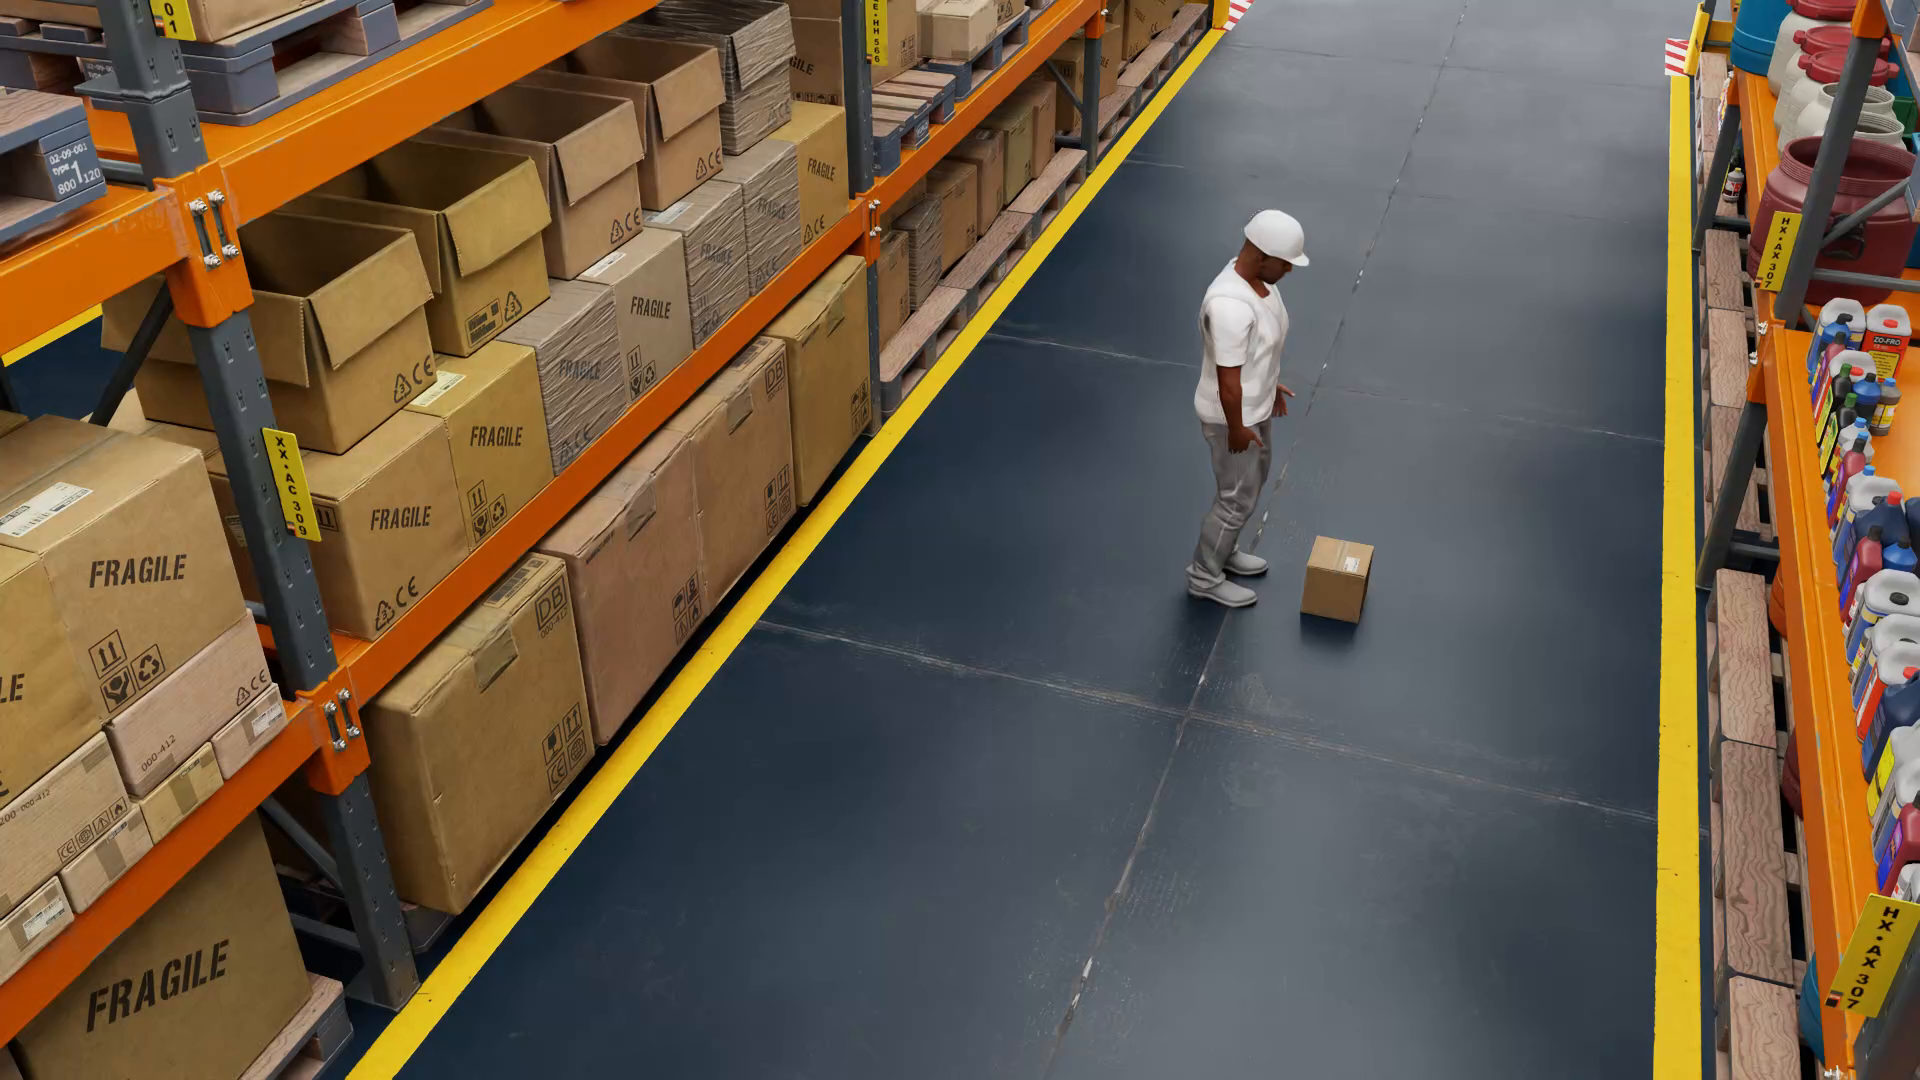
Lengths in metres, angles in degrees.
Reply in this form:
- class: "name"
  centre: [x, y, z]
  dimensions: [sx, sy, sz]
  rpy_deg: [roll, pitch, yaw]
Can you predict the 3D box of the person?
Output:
- class: "person"
  centre: [1.194, -0.561, 6.997]
  dimensions: [0.390, 1.748, 0.575]
  rpy_deg: [12, 35, 17]
